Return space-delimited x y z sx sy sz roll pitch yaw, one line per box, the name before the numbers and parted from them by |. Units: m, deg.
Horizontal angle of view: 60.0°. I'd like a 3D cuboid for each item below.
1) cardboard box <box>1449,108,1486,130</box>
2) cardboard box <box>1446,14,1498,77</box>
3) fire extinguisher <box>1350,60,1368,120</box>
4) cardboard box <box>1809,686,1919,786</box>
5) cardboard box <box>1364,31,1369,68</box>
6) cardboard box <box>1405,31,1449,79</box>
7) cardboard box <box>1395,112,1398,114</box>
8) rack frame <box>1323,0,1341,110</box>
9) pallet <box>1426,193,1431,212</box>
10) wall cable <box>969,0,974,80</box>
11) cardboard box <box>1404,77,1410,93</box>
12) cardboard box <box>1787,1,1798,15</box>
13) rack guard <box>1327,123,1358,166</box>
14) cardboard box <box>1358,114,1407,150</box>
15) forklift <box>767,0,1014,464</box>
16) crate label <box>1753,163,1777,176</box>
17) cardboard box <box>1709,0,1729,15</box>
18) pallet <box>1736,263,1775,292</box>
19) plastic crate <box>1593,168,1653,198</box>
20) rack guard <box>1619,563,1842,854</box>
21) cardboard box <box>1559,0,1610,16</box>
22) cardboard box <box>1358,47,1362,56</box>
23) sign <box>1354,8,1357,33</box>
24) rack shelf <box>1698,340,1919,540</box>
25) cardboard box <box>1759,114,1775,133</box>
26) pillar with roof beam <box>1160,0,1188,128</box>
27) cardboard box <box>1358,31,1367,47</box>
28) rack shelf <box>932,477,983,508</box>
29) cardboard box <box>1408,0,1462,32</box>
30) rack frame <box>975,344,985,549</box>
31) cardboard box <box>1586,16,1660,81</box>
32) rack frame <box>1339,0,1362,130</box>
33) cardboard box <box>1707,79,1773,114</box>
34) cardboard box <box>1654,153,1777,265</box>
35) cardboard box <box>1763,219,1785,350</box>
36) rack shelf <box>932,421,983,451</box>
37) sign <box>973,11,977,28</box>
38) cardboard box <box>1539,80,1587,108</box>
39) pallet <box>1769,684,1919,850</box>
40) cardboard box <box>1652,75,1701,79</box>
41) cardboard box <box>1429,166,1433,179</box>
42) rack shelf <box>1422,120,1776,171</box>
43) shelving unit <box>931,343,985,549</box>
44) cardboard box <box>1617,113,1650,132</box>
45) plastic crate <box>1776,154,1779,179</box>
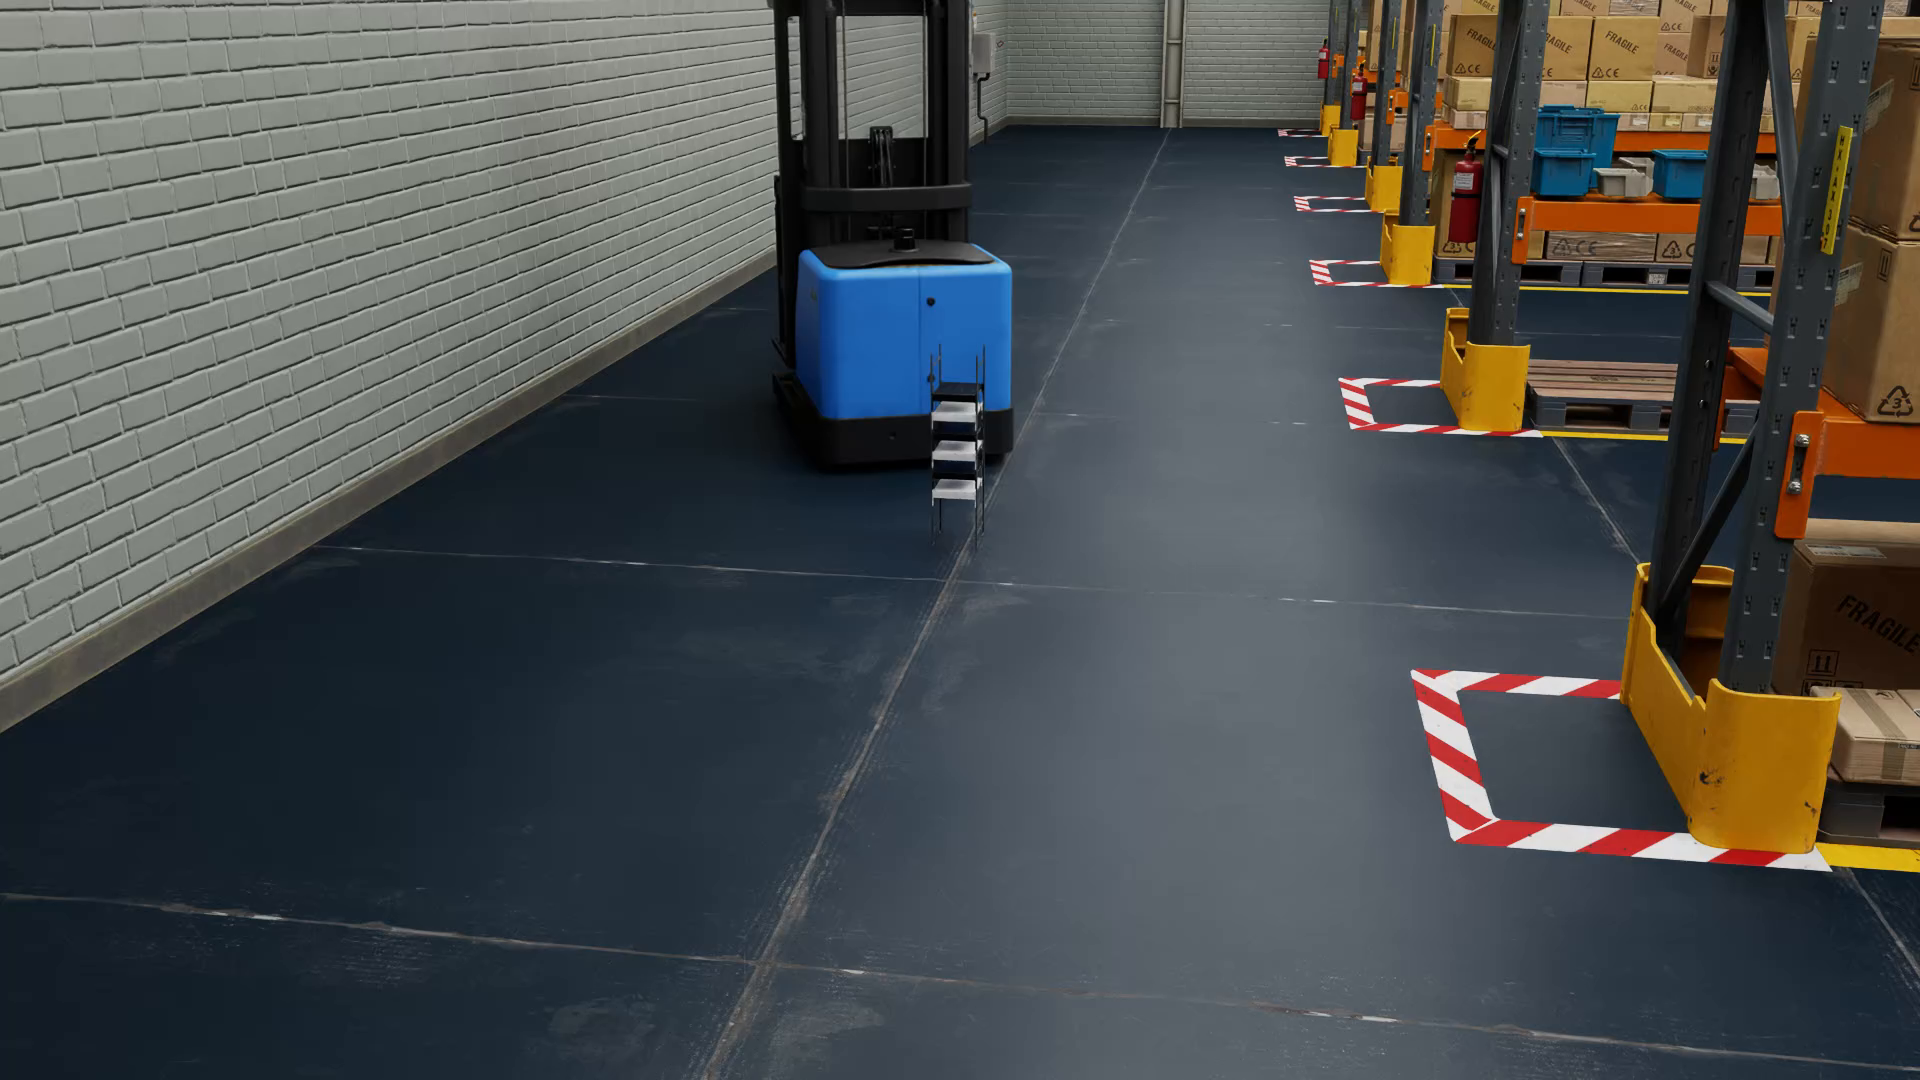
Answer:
cardboard box | 4.270 -3.545 13.987 0.250 0.149 0.380 3 19 9
cardboard box | 4.494 -4.269 14.340 0.500 0.500 0.500 3 19 9
fire extinguisher | 4.682 -5.278 19.480 0.183 0.674 0.296 3 19 9
cardboard box | 2.755 0.590 5.033 0.250 0.149 0.380 3 19 9
cardboard box | 6.062 -6.996 23.748 0.500 0.500 0.500 3 19 9
cardboard box | 5.257 -5.414 18.550 0.500 0.500 0.500 4 19 11
cardboard box | 7.329 -7.198 28.342 0.250 0.149 0.380 2 19 6
rack frame | 6.327 -8.445 28.237 0.127 3.000 1.000 3 19 9
pallet | 5.730 -3.956 19.215 1.213 0.211 1.003 3 19 9
wall cable | 0.186 -8.093 25.584 0.122 1.984 0.588 3 19 9
cardboard box | 5.126 -5.096 18.623 0.250 0.149 0.380 3 19 8
cardboard box | 10.883 -7.055 22.349 0.500 0.500 0.500 2 19 7
rack guard | 5.520 -5.706 23.989 0.348 0.500 1.175 3 19 9
cardboard box | 6.211 -5.872 23.923 0.875 0.438 0.875 2 19 7
forklift | -0.545 -2.217 9.732 1.130 2.935 3.031 -4 19 -12
crate label | 4.582 -2.127 9.676 0.243 0.136 0.396 3 19 9
cardboard box | 8.300 -5.734 17.933 0.500 0.500 0.500 2 19 7
pallet | 7.182 -2.324 14.338 1.213 0.211 1.003 3 19 9
plastic crate | 3.681 -1.979 9.234 0.298 0.136 0.250 3 19 9
rack guard | 2.472 0.507 5.420 0.348 0.500 1.175 3 19 9
cardboard box | 6.772 -5.810 18.159 0.500 0.500 0.500 2 19 7
cardboard box | 6.608 -8.224 27.971 0.250 0.149 0.380 3 19 8
sign | 5.449 -7.165 22.920 0.005 0.325 0.100 3 19 9
rack shelf | 4.371 -0.240 4.848 4.000 0.370 1.077 3 19 9
cardboard box | 6.552 -3.429 13.642 0.250 0.149 0.380 3 19 10
pillar with roof beam | 3.125 -10.360 24.504 0.400 9.000 9.100 3 19 9
cardboard box | 6.732 -8.408 27.893 0.500 0.250 0.500 3 19 9
rack shelf | -0.008 -0.225 7.650 0.200 0.077 0.258 3 19 9
cardboard box | 5.259 -5.891 18.401 0.500 0.500 0.500 3 19 8
rack frame | 0.092 -0.422 7.567 0.006 0.900 0.240 3 19 9
cardboard box | 5.409 -4.053 13.695 0.500 0.500 0.500 2 19 7
rack frame | 5.543 -6.890 23.589 0.127 3.000 1.000 3 19 9
cardboard box | 6.428 -3.645 13.658 0.500 0.250 0.500 3 19 10
cardboard box | 6.393 -2.879 14.288 0.875 0.875 0.875 3 19 9
cardboard box | 2.882 -0.792 5.207 0.500 0.500 0.500 3 19 10
rack shelf | -0.008 -0.481 7.564 0.200 0.077 0.258 3 19 9
sign | 0.236 -8.202 26.208 0.001 0.242 0.339 3 19 9
cardboard box | 4.917 -3.722 13.890 0.500 0.250 0.500 3 19 8
pallet | 3.259 0.684 5.347 1.213 0.211 1.003 3 19 9
cardboard box | 6.010 -3.838 14.235 0.500 0.250 0.500 3 19 9
cardboard box | 5.335 -4.216 18.958 0.250 0.149 0.380 4 19 11
rack shelf | 5.946 -3.344 14.123 4.000 0.370 1.077 3 19 9
shelving unit | -0.008 -0.427 7.582 0.210 0.900 0.258 3 19 9
cardboard box | 5.540 -3.481 13.796 0.250 0.149 0.380 3 19 8
plastic crate | 4.677 -2.001 9.146 0.300 0.233 0.416 3 19 9
